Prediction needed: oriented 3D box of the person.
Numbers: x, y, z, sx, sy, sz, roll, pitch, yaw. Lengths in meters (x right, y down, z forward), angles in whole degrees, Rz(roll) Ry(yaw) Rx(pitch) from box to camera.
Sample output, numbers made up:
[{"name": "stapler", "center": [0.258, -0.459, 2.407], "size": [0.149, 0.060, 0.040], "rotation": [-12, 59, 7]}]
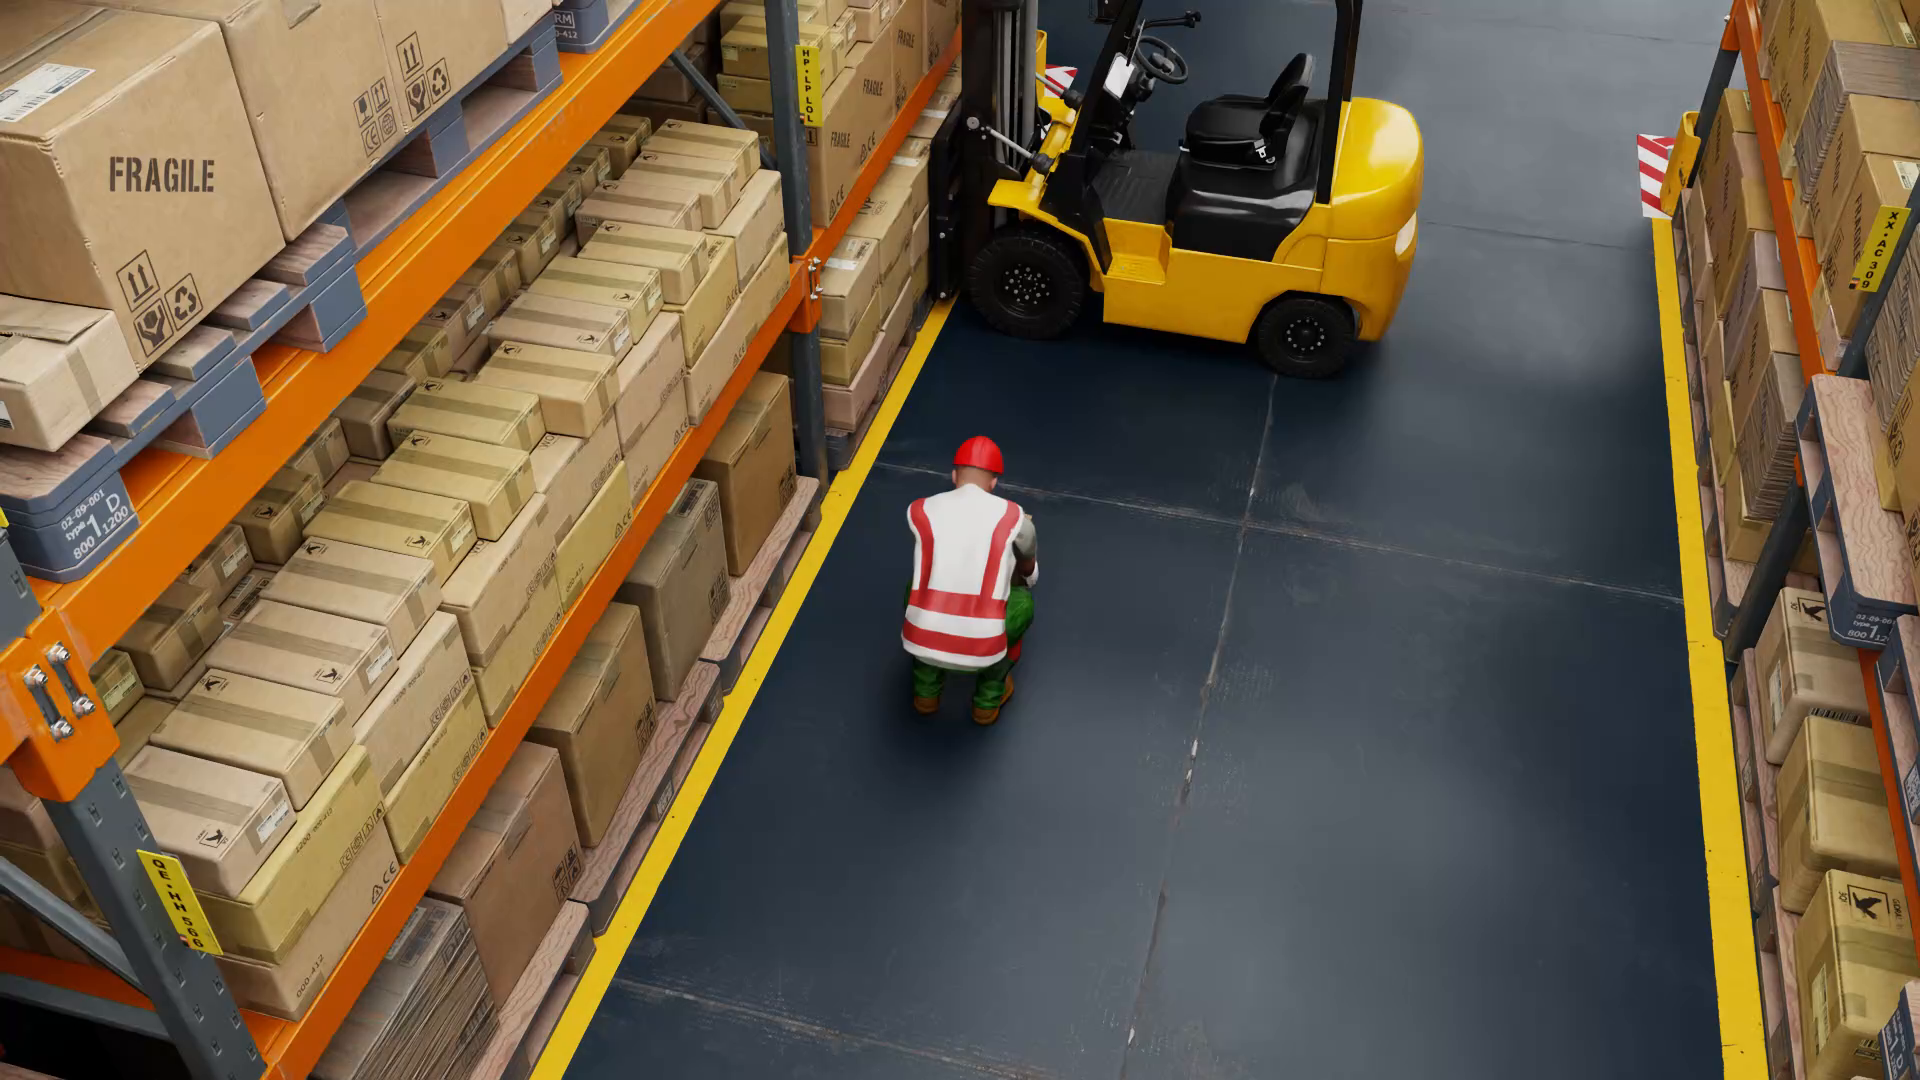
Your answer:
[{"name": "person", "center": [0.039, 0.158, 6.592], "size": [0.534, 0.966, 0.963], "rotation": [9, 41, 10]}]
